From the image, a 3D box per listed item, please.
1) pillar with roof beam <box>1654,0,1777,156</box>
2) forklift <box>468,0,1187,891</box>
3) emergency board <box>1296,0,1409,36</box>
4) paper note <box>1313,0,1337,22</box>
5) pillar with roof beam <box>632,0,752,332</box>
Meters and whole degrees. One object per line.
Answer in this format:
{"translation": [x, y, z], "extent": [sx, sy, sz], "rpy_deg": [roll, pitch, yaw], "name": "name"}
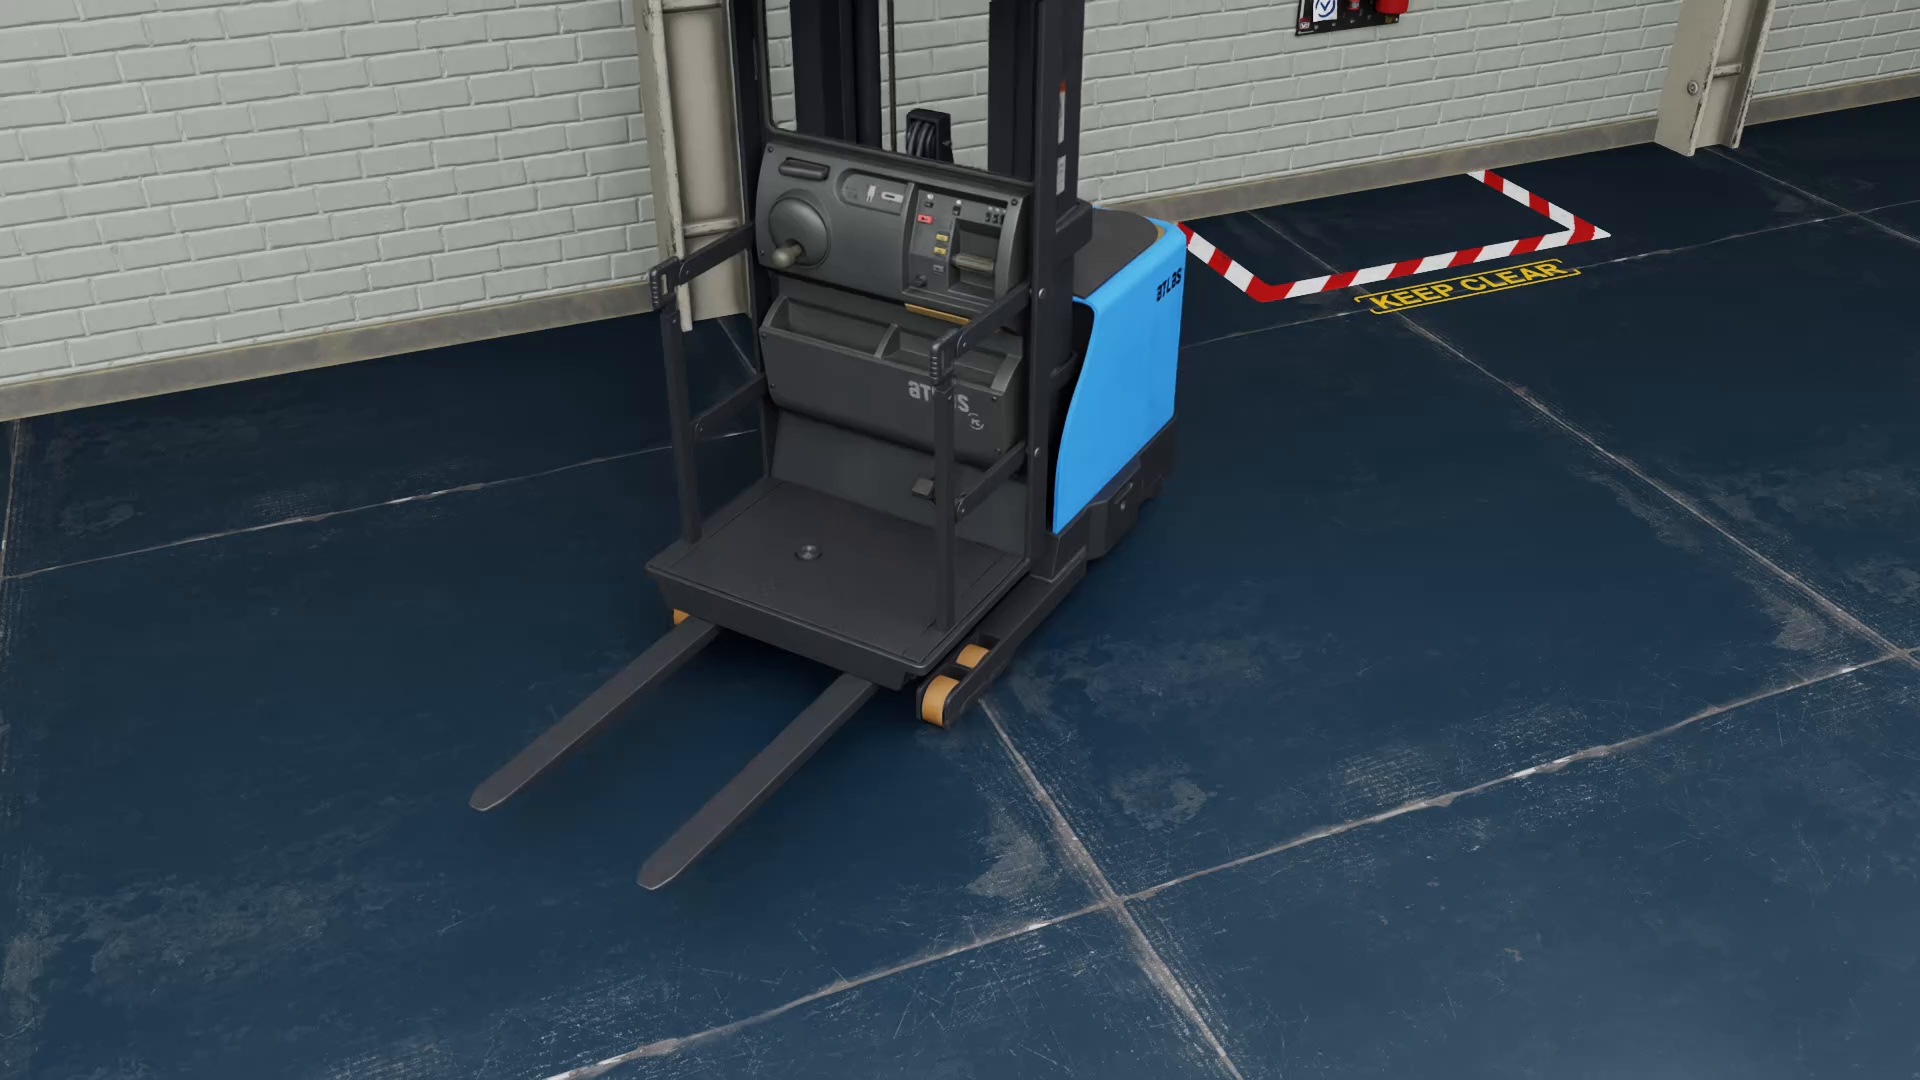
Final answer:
{"translation": [6.024, -3.961, 4.087], "extent": [0.400, 9.000, 9.100], "rpy_deg": [-13, 35, -19], "name": "pillar with roof beam"}
{"translation": [-0.338, -0.915, 4.969], "extent": [1.130, 2.935, 3.031], "rpy_deg": [18, 37, 25], "name": "forklift"}
{"translation": [2.064, -3.109, 8.278], "extent": [0.643, 1.169, 0.194], "rpy_deg": [-13, 35, -19], "name": "emergency board"}
{"translation": [1.874, -2.737, 8.514], "extent": [0.142, 0.148, 0.016], "rpy_deg": [-13, 35, -19], "name": "paper note"}
{"translation": [0.492, -2.695, 2.140], "extent": [0.400, 9.000, 9.100], "rpy_deg": [-13, 35, -19], "name": "pillar with roof beam"}
